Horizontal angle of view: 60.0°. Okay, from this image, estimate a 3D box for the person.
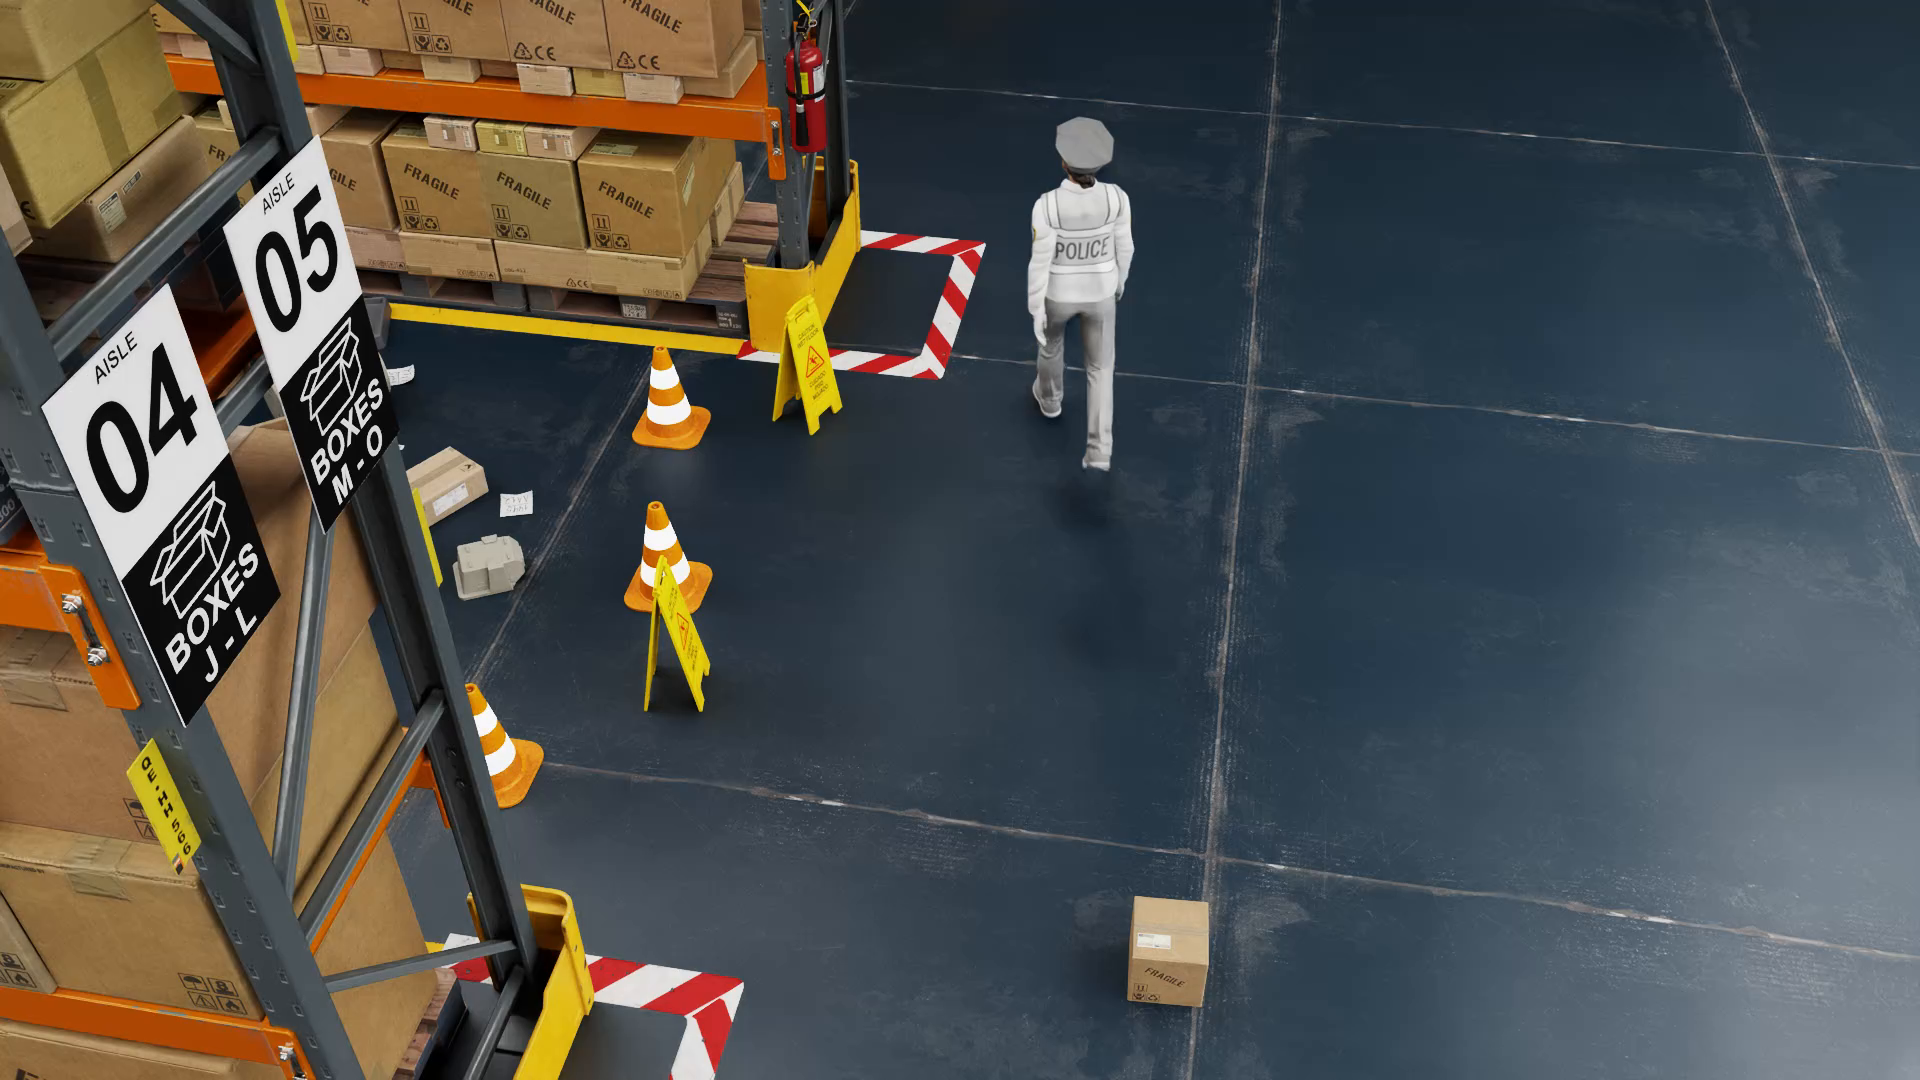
[{"bbox_3d":[0.529,-1.097,7.396,0.479,1.647,0.938,-2,41,-3],"label":"person"}]
